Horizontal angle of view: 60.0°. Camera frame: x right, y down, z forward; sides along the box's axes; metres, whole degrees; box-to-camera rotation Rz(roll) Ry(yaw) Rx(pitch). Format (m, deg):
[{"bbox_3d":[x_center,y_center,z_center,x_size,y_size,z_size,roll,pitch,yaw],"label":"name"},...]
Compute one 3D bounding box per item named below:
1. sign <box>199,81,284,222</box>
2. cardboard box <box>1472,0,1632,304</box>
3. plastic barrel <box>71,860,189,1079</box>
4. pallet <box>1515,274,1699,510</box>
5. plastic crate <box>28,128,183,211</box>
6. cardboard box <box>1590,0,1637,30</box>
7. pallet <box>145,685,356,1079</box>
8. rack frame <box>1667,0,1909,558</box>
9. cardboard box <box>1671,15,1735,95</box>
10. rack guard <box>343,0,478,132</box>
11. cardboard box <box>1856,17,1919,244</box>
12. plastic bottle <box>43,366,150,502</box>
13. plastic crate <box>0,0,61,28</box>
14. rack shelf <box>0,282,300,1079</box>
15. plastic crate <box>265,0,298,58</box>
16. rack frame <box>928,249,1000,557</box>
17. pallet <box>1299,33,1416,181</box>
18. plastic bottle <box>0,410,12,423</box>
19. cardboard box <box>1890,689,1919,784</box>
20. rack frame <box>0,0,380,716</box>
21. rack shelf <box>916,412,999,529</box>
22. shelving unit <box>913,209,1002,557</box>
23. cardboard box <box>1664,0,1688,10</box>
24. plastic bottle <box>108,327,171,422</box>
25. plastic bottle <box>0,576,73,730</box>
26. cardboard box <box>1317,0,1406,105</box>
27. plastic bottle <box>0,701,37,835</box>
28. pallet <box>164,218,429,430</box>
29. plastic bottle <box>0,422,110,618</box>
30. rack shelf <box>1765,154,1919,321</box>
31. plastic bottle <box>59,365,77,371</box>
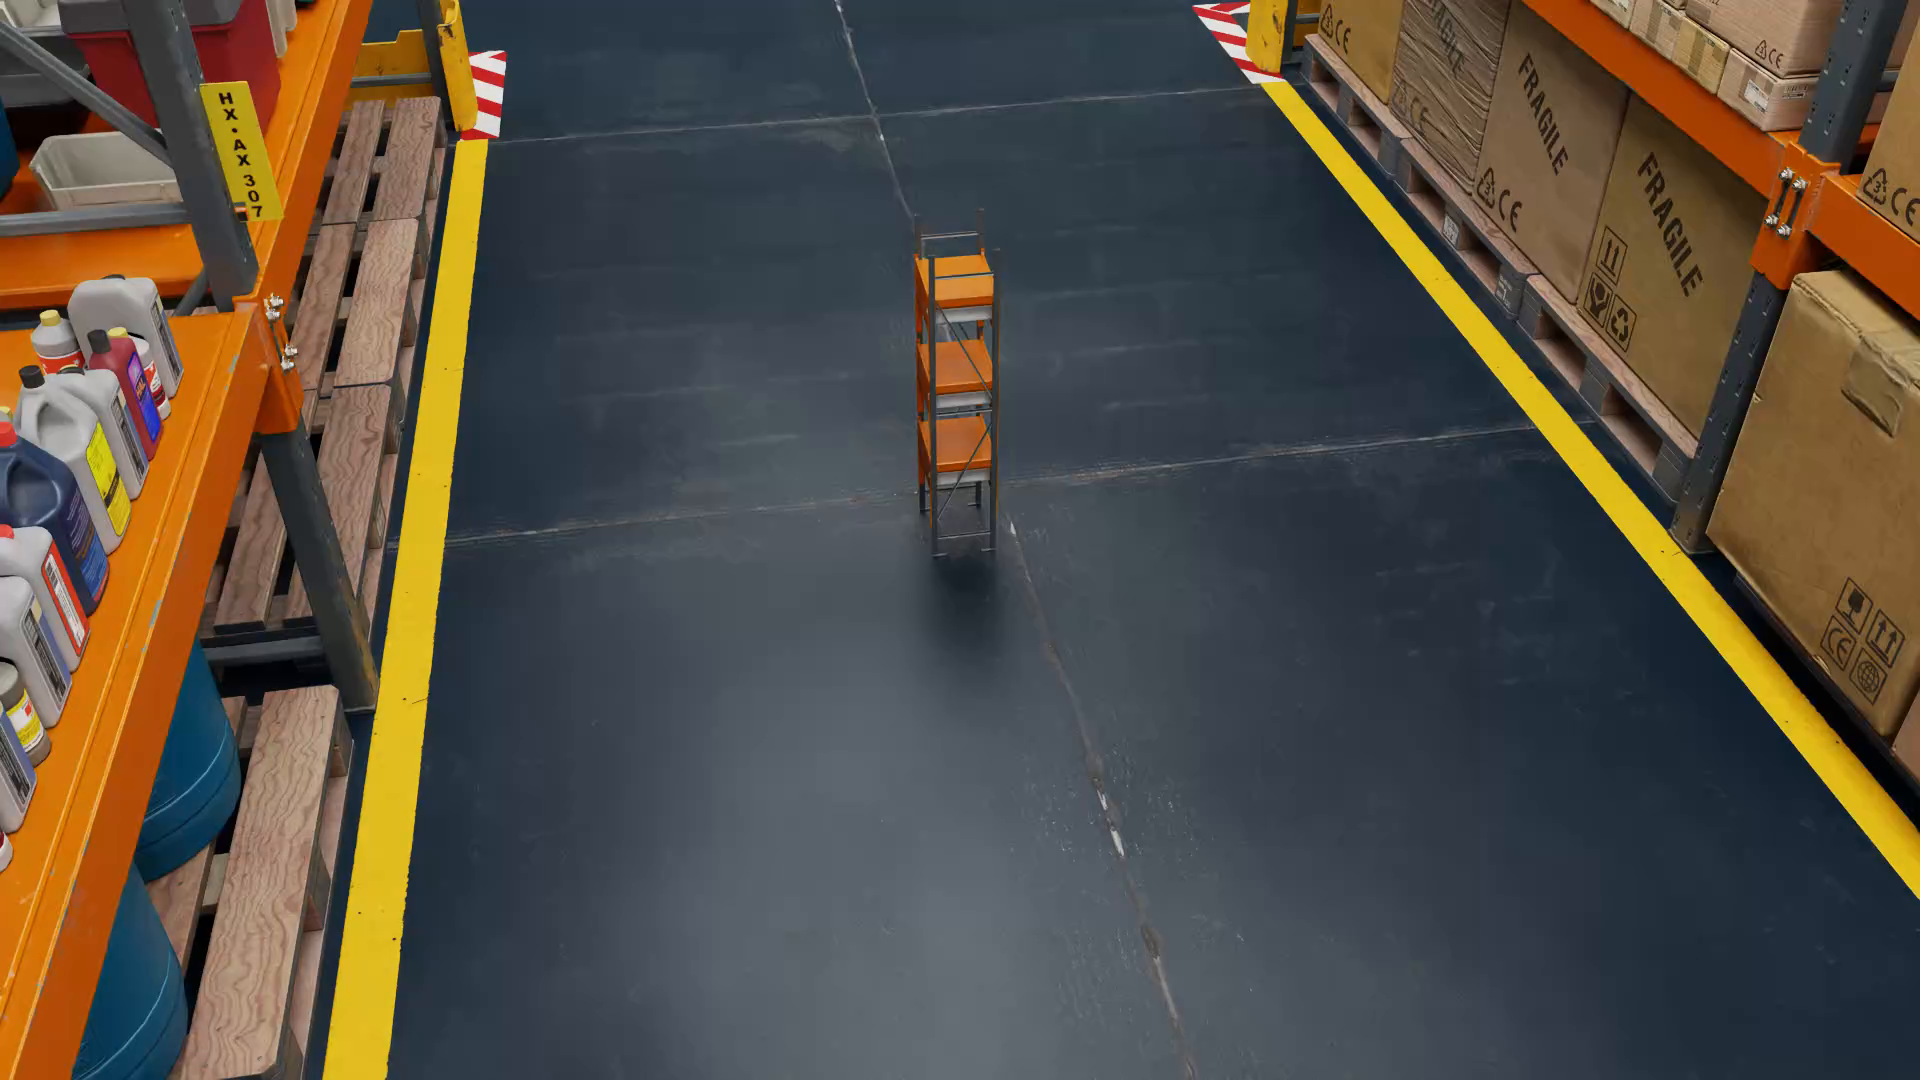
[{"bbox_3d":[-1.588,-0.856,3.681,0.100,0.325,0.005,-6,38,-8],"label":"sign"},{"bbox_3d":[2.552,-1.499,6.124,0.875,0.875,0.875,-6,38,-8],"label":"cardboard box"},{"bbox_3d":[-1.927,0.732,3.230,0.600,0.901,0.708,-6,38,-8],"label":"plastic barrel"},{"bbox_3d":[2.690,-0.588,5.834,1.003,0.211,1.213,-6,38,-8],"label":"pallet"},{"bbox_3d":[-2.070,-0.904,4.135,0.396,0.136,0.243,-6,38,-8],"label":"plastic crate"},{"bbox_3d":[2.236,-1.737,5.245,0.380,0.149,0.250,-6,38,-7],"label":"cardboard box"},{"bbox_3d":[-2.035,0.883,3.941,1.003,0.211,1.213,-6,38,-8],"label":"pallet"},{"bbox_3d":[2.747,-1.221,4.377,1.000,3.000,0.127,-6,38,-8],"label":"rack frame"},{"bbox_3d":[2.325,-1.427,4.846,0.380,0.149,0.250,-6,38,-7],"label":"cardboard box"},{"bbox_3d":[-2.848,-2.130,7.585,1.175,0.500,0.348,-6,38,-8],"label":"rack guard"},{"bbox_3d":[2.581,-0.956,3.954,0.500,0.500,0.500,-6,38,-8],"label":"cardboard box"},{"bbox_3d":[-1.678,-0.216,3.184,0.152,0.276,0.135,-6,38,-8],"label":"plastic bottle"},{"bbox_3d":[-2.731,-1.627,5.066,0.293,0.136,0.466,-6,38,-8],"label":"plastic crate"},{"bbox_3d":[-1.779,0.804,2.357,1.077,0.370,4.000,-6,38,-8],"label":"rack shelf"},{"bbox_3d":[-2.216,-1.607,4.922,0.437,0.282,0.530,-6,38,-8],"label":"plastic crate"},{"bbox_3d":[0.012,-0.373,4.875,0.200,1.050,0.008,-6,38,-8],"label":"rack frame"},{"bbox_3d":[2.263,-2.061,7.731,1.003,0.211,1.213,-6,38,-8],"label":"pallet"},{"bbox_3d":[-1.788,-0.133,3.017,0.144,0.351,0.185,-6,38,-8],"label":"plastic bottle"},{"bbox_3d":[3.036,0.376,3.711,1.225,0.875,0.875,-7,38,-10],"label":"cardboard box"},{"bbox_3d":[-2.129,-0.688,3.691,1.000,3.000,0.127,-6,38,-8],"label":"rack frame"},{"bbox_3d":[-0.009,-0.219,5.147,0.215,0.259,0.240,-6,38,-8],"label":"rack shelf"},{"bbox_3d":[-0.009,-0.447,4.970,0.215,1.050,0.252,-6,38,-8],"label":"shelving unit"},{"bbox_3d":[2.318,-1.830,5.041,0.500,0.250,0.500,-5,38,-7],"label":"cardboard box"},{"bbox_3d":[-1.695,-0.340,3.404,0.097,0.201,0.097,0,38,0],"label":"plastic bottle"},{"bbox_3d":[-1.566,0.170,2.687,0.152,0.276,0.135,-6,38,-8],"label":"plastic bottle"},{"bbox_3d":[2.236,-2.586,7.523,0.875,0.875,0.875,-6,38,-8],"label":"cardboard box"},{"bbox_3d":[-1.525,0.310,2.507,0.152,0.276,0.135,-6,38,-8],"label":"plastic bottle"},{"bbox_3d":[-2.514,-0.766,6.063,1.003,0.211,1.213,-6,38,-8],"label":"pallet"},{"bbox_3d":[-1.614,-0.037,2.893,0.144,0.351,0.185,-6,38,-8],"label":"plastic bottle"},{"bbox_3d":[3.097,0.271,3.043,1.077,0.370,4.000,-6,38,-8],"label":"rack shelf"},{"bbox_3d":[-1.731,-0.253,3.292,0.097,0.201,0.097,0,38,0],"label":"plastic bottle"}]
